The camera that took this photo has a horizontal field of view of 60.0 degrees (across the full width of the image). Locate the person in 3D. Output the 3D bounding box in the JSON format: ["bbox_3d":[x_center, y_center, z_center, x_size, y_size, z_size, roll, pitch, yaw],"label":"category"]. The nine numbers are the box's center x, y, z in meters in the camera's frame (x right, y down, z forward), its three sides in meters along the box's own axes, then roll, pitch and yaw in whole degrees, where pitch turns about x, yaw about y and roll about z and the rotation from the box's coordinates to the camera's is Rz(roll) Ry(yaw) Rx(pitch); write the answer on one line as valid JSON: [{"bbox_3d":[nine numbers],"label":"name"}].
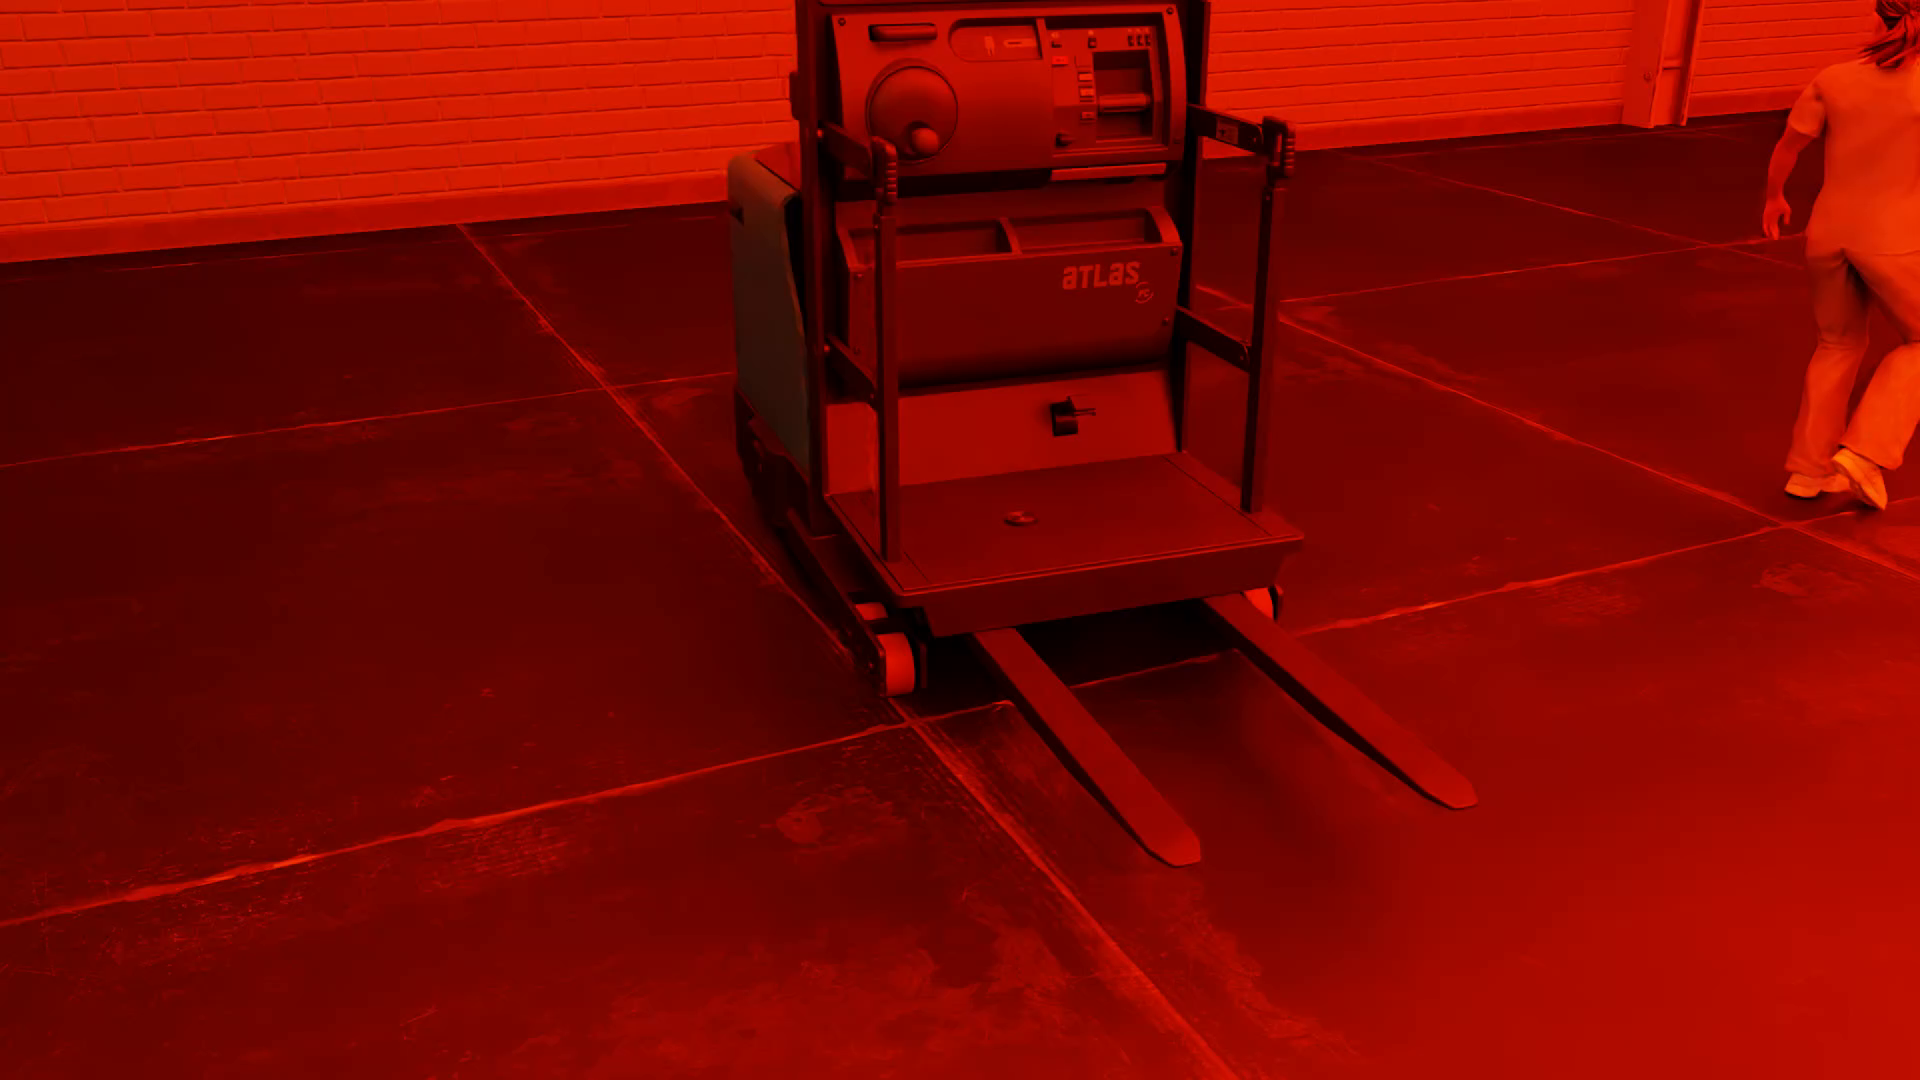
[{"bbox_3d":[2.809,-0.925,5.194,0.473,1.651,0.689,-13,26,-28],"label":"person"}]

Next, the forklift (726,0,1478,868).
[{"bbox_3d":[0.208,-1.135,4.018,1.130,2.935,3.031,-8,24,-18],"label":"forklift"}]
